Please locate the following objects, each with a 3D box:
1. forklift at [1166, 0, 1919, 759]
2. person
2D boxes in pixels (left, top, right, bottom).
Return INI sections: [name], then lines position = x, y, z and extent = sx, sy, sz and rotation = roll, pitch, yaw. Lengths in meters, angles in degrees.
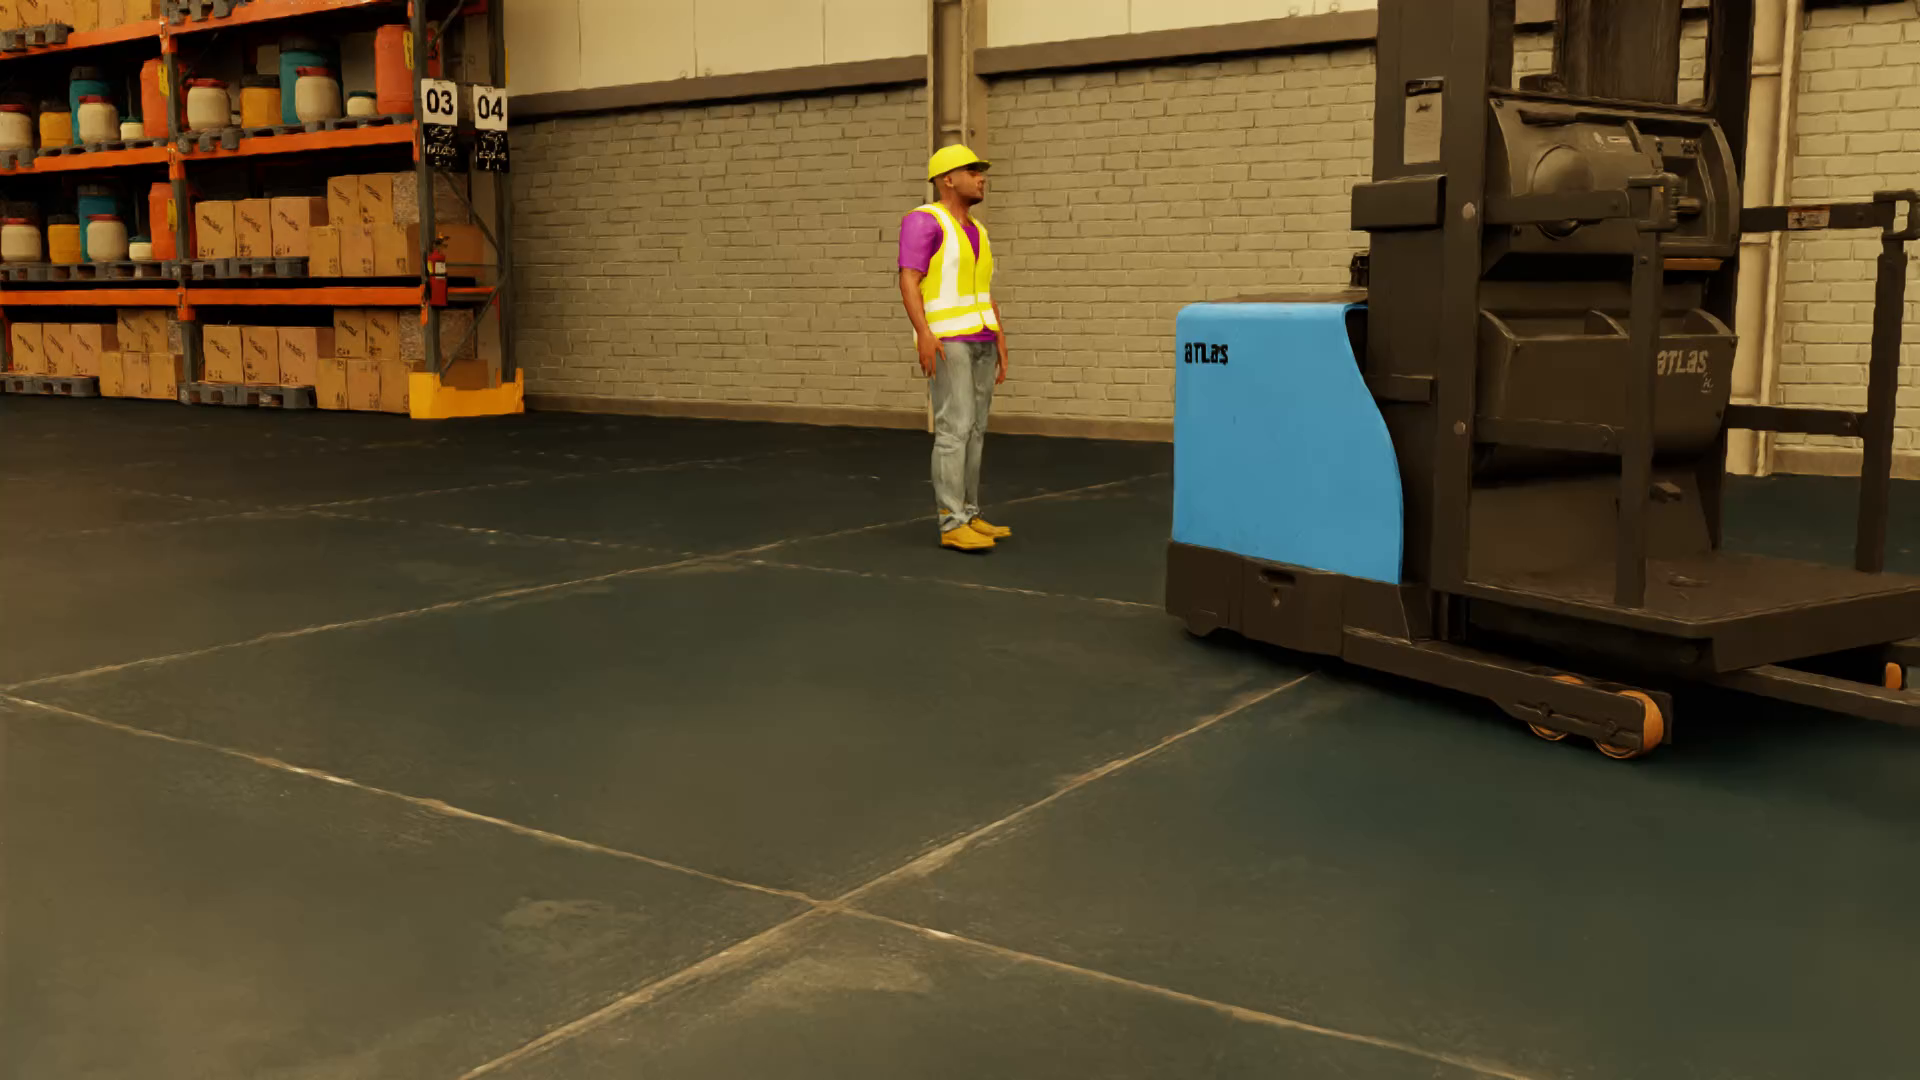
[forklift]
position = 1.868, -1.005, 4.260
extent = 1.130, 2.935, 3.031
rotation = -5, 9, -31
[person]
position = 0.055, -0.875, 7.435
extent = 0.576, 1.766, 0.665
rotation = 5, 10, 34
